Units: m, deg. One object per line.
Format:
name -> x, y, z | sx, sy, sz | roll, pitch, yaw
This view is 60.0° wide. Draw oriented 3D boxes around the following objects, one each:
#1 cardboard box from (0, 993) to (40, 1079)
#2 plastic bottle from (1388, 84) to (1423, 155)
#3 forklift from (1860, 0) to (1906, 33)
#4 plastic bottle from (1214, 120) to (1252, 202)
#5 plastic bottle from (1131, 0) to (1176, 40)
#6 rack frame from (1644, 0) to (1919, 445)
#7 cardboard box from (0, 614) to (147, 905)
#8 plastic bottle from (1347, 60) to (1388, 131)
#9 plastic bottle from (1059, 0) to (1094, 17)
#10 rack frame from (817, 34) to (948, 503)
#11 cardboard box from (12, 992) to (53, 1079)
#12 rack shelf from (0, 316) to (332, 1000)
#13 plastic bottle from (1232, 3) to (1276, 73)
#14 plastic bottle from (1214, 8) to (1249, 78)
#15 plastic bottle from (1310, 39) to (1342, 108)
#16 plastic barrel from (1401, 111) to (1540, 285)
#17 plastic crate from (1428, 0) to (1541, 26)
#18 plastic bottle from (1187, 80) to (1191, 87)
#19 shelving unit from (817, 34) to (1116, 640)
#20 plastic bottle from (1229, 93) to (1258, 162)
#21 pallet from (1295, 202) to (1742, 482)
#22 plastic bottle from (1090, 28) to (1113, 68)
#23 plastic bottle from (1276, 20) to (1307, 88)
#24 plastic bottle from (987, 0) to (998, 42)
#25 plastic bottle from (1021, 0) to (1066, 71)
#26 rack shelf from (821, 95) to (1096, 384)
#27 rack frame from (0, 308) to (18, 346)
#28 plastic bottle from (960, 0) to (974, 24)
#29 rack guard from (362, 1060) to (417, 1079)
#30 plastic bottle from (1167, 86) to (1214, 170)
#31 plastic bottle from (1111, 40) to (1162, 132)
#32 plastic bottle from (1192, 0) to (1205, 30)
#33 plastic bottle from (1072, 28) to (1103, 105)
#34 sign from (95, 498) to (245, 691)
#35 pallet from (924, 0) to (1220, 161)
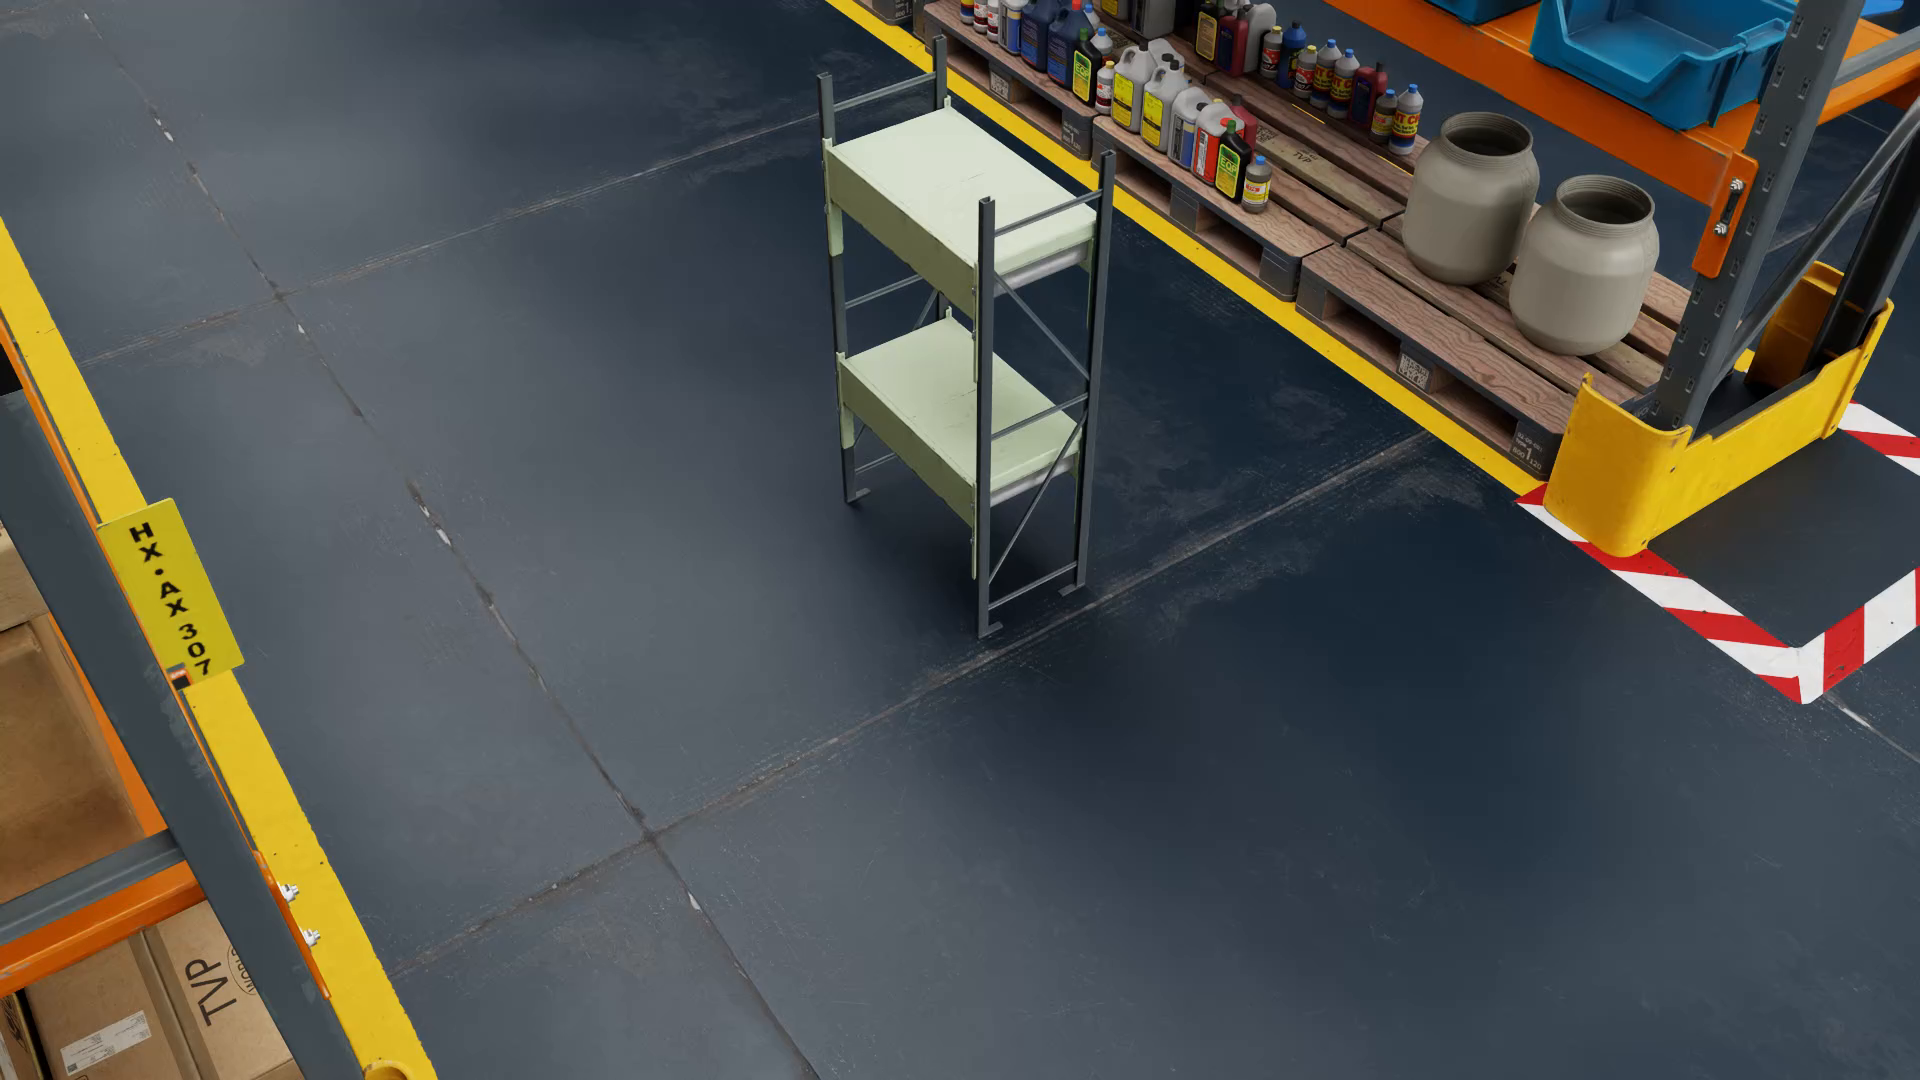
cardboard box -> -2.101, 1.024, 3.149 | 0.500, 0.500, 0.500 | -26, 49, -24
plastic bottle -> 1.734, -1.638, 6.451 | 0.097, 0.271, 0.097 | 0, 44, 0
forklift -> 3.206, -4.033, 7.352 | 1.130, 2.935, 3.031 | -12, 45, -12
plastic bottle -> 1.023, -1.418, 6.212 | 0.061, 0.283, 0.133 | -25, 49, -24
plastic bottle -> 0.834, -2.323, 7.165 | 0.152, 0.276, 0.135 | -26, 49, -24
rack frame -> 2.515, -1.316, 4.456 | 1.000, 3.000, 0.127 | -26, 49, -24
cardboard box -> -1.806, 0.333, 2.656 | 0.700, 0.500, 0.500 | -26, 49, -24
plastic bottle -> 1.619, -1.778, 6.589 | 0.061, 0.283, 0.133 | -25, 49, -24
plastic bottle -> 0.467, -2.218, 7.001 | 0.144, 0.351, 0.185 | -26, 49, -24
rack frame -> -0.206, -0.746, 4.945 | 0.400, 1.500, 0.023 | -26, 49, -24
cardboard box -> -2.099, 1.294, 3.409 | 0.500, 0.250, 0.500 | -26, 49, -24
rack shelf -> -2.694, -0.234, 3.844 | 1.077, 0.370, 4.000 | -26, 49, -24
plastic bottle -> 1.216, -2.119, 6.951 | 0.152, 0.276, 0.135 | -25, 49, -24
plastic bottle -> 1.129, -2.079, 6.905 | 0.061, 0.283, 0.133 | -26, 49, -24
plastic bottle -> 1.480, -1.889, 6.714 | 0.097, 0.271, 0.097 | 0, 44, 0
plastic barrel -> 1.789, -1.194, 5.826 | 0.421, 0.512, 0.421 | 0, 44, 0
plastic crate -> 1.617, -1.797, 5.068 | 0.499, 0.251, 0.408 | -26, 49, -24
plastic bottle -> 0.880, -1.727, 6.594 | 0.097, 0.201, 0.097 | 0, 44, 0
shelving unit -> 0.004, -0.539, 4.728 | 0.431, 1.500, 0.755 | -26, 49, -24
plastic bottle -> 1.070, -1.555, 6.356 | 0.061, 0.283, 0.133 | -26, 49, -24
pallet -> 1.973, -0.794, 5.929 | 1.003, 0.211, 1.213 | -26, 49, -24
plastic bottle -> 0.571, -1.957, 6.785 | 0.097, 0.271, 0.097 | 0, 44, 0
plastic bottle -> 1.364, -2.004, 6.834 | 0.097, 0.271, 0.097 | 0, 44, 0
plastic bottle -> 0.166, -2.260, 7.152 | 0.097, 0.201, 0.097 | 0, 44, 0
plastic bottle -> 0.348, -2.161, 6.941 | 0.144, 0.351, 0.185 | -24, 49, -23
rack shelf -> 0.004, -0.821, 4.459 | 0.431, 0.370, 0.720 | -26, 49, -24
rack frame -> -3.838, -1.627, 4.782 | 1.000, 3.000, 0.127 | -26, 49, -24
plastic bottle -> 0.050, -2.400, 7.249 | 0.097, 0.271, 0.097 | 0, 44, 0
rack guard -> -1.536, 1.556, 3.258 | 1.175, 0.500, 0.348 | -26, 49, -24
plastic bottle -> 0.904, -1.589, 6.396 | 0.152, 0.276, 0.135 | -27, 50, -25
plastic bottle -> 0.699, -1.814, 6.577 | 0.144, 0.351, 0.185 | -26, 49, -25
plastic bottle -> 1.069, -2.323, 7.159 | 0.061, 0.283, 0.133 | -23, 48, -22
plastic bottle -> 0.517, -1.920, 6.737 | 0.061, 0.283, 0.133 | -24, 48, -23
sign -> -1.091, 0.081, 2.309 | 0.100, 0.325, 0.005 | -26, 49, -24
pallet -> 0.577, -2.176, 7.376 | 1.003, 0.211, 1.213 | -26, 49, -24
